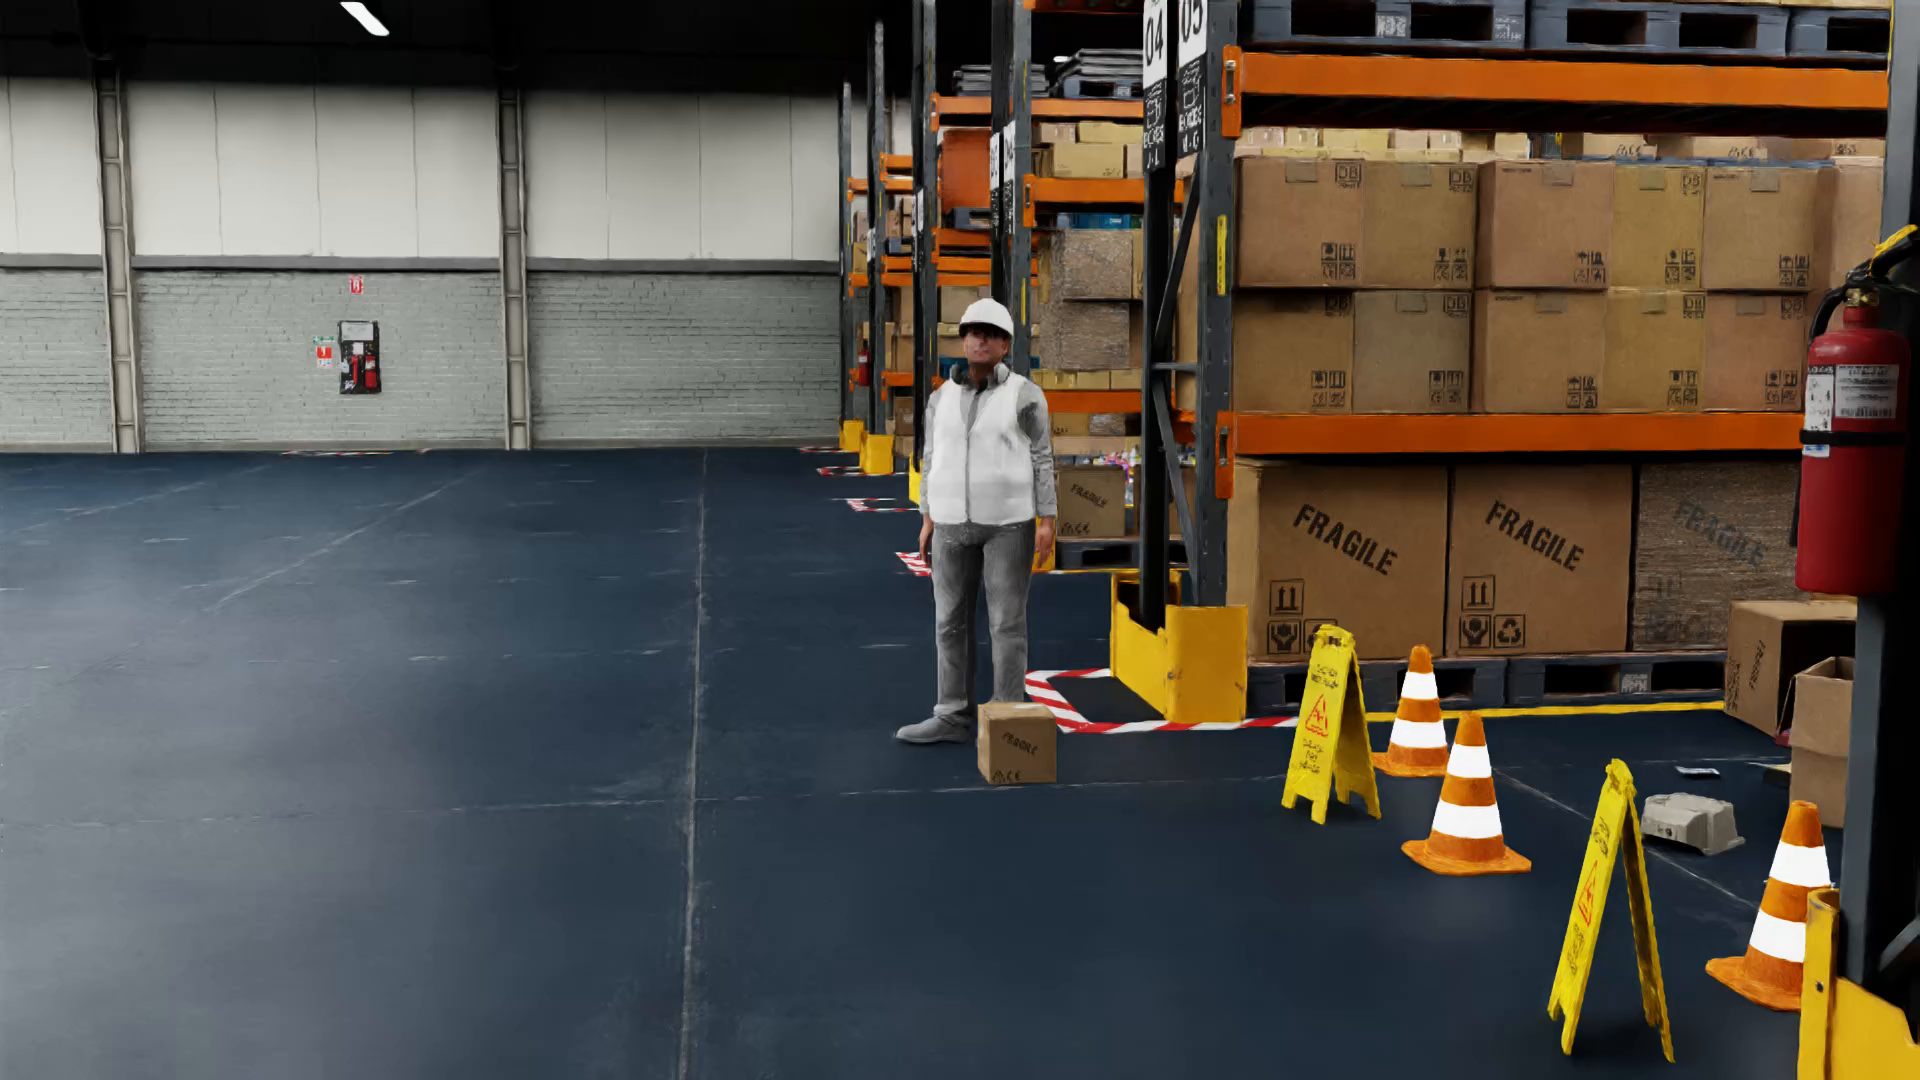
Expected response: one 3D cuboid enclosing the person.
[{"bbox_3d":[0.075,-0.065,6.621,0.637,1.782,0.365,2,7,20],"label":"person"}]
